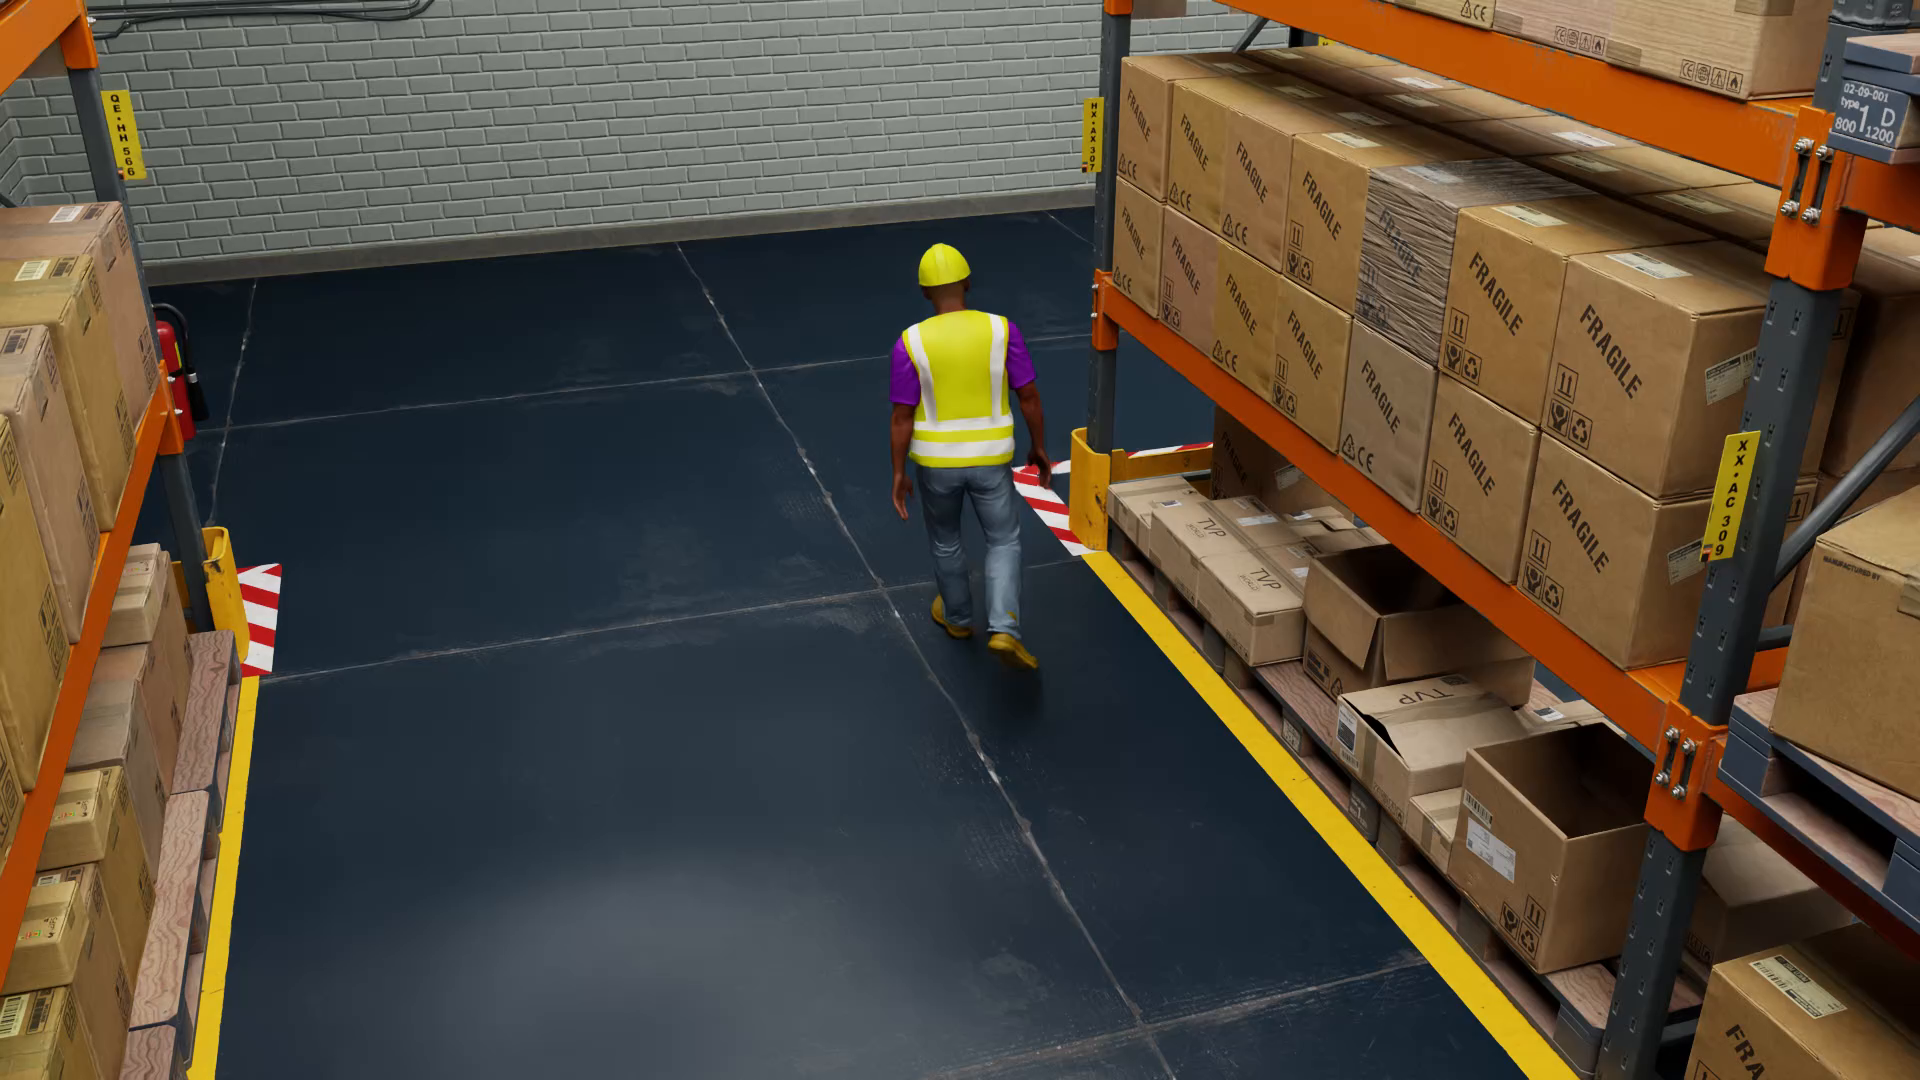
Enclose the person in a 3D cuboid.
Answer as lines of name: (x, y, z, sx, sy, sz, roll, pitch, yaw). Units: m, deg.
person: (0.054, -0.290, 6.696, 0.665, 1.731, 0.865, -4, 26, -8)
